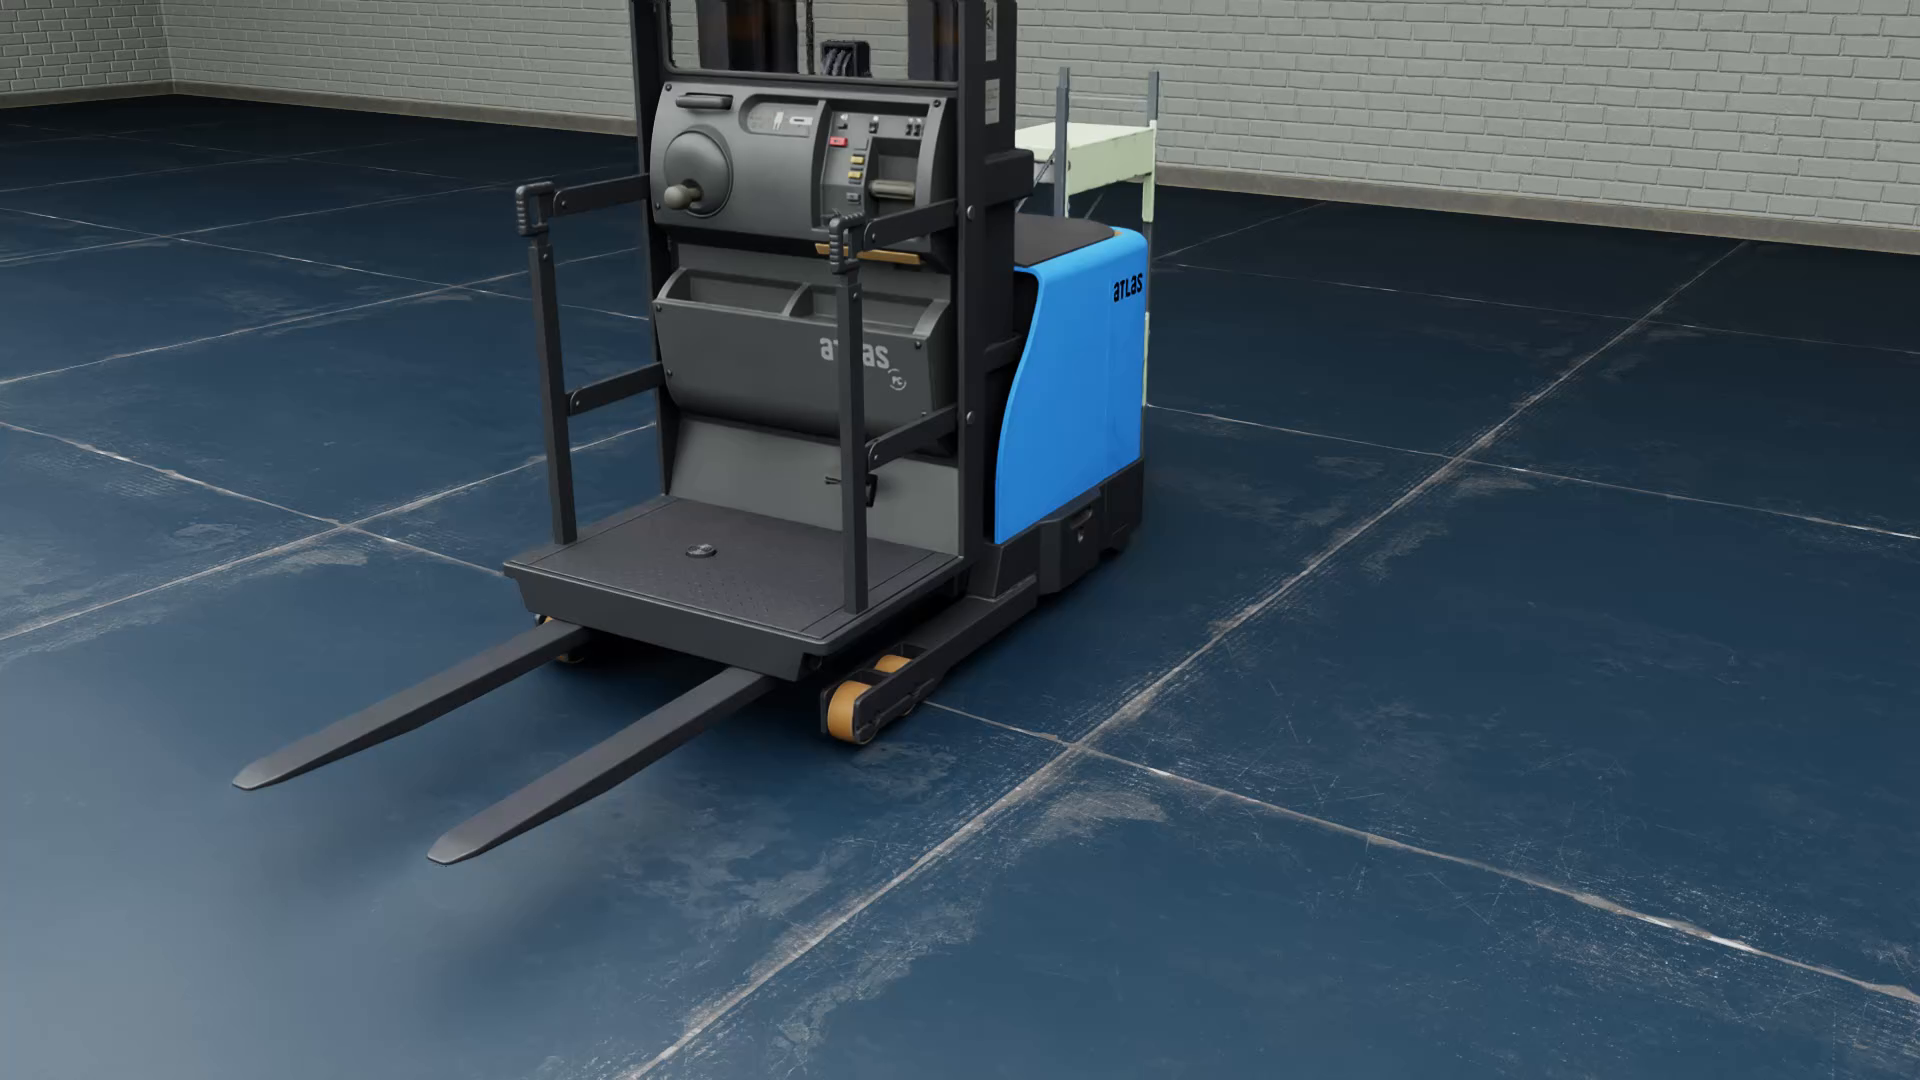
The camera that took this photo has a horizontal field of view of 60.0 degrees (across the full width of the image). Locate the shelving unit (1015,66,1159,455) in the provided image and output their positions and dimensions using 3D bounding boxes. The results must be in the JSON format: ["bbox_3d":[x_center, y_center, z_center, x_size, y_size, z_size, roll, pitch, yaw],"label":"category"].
[{"bbox_3d":[0.366,-0.933,6.126,0.431,1.500,0.755,12,23,28],"label":"shelving unit"}]

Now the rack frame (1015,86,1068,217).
[{"bbox_3d":[0.180,-0.824,5.831,0.400,1.500,0.023,12,23,28],"label":"rack frame"}]

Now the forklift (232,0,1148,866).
[{"bbox_3d":[-0.556,-1.023,4.306,1.130,2.935,3.031,12,23,28],"label":"forklift"}]

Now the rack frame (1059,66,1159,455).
[{"bbox_3d":[0.551,-1.043,6.422,0.400,1.500,0.023,12,23,28],"label":"rack frame"}]

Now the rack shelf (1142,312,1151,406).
[{"bbox_3d":[0.366,-0.628,6.240,0.431,0.370,0.720,12,23,28],"label":"rack shelf"}]

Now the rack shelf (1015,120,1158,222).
[{"bbox_3d":[0.366,-1.299,5.991,0.431,0.370,0.720,12,23,28],"label":"rack shelf"}]
